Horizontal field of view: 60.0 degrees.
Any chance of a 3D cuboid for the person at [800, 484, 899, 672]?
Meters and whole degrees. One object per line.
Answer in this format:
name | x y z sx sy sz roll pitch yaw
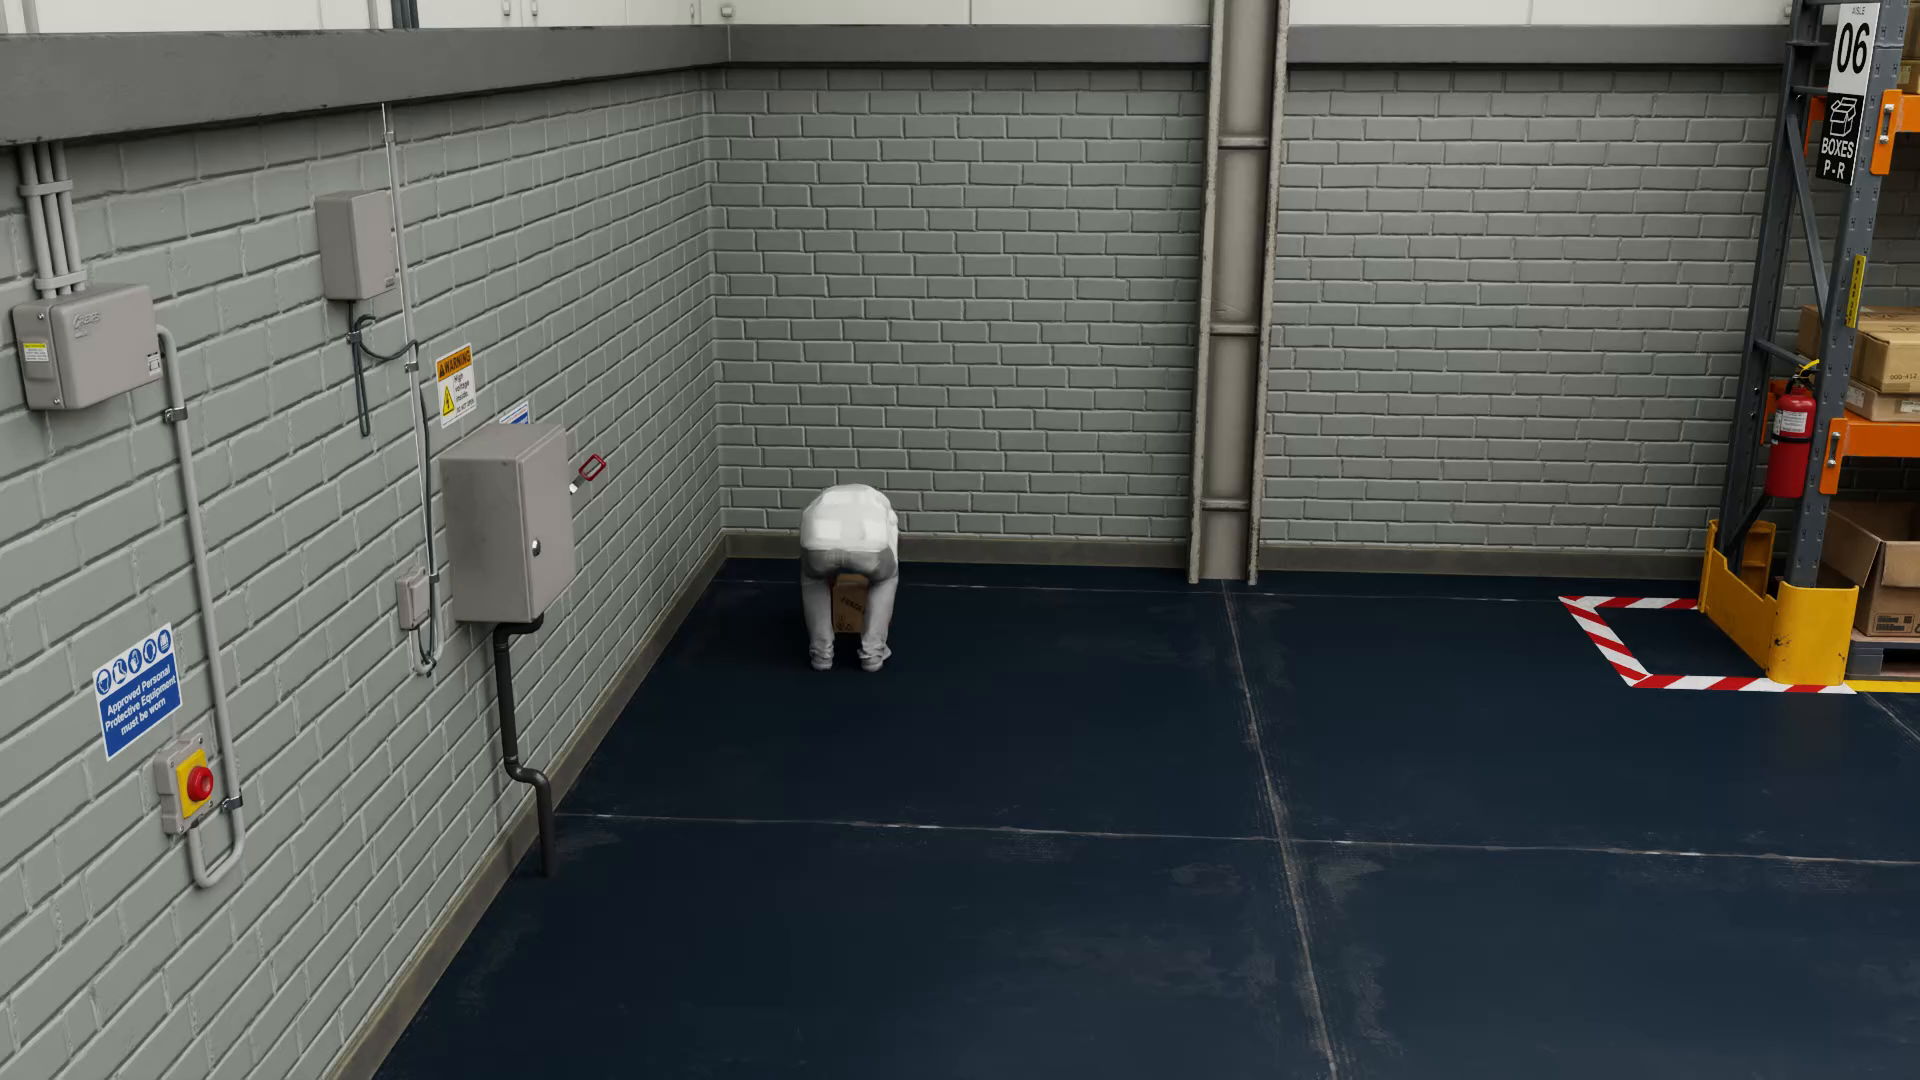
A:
person | -0.567 0.133 8.518 0.510 0.915 0.976 0 17 2
